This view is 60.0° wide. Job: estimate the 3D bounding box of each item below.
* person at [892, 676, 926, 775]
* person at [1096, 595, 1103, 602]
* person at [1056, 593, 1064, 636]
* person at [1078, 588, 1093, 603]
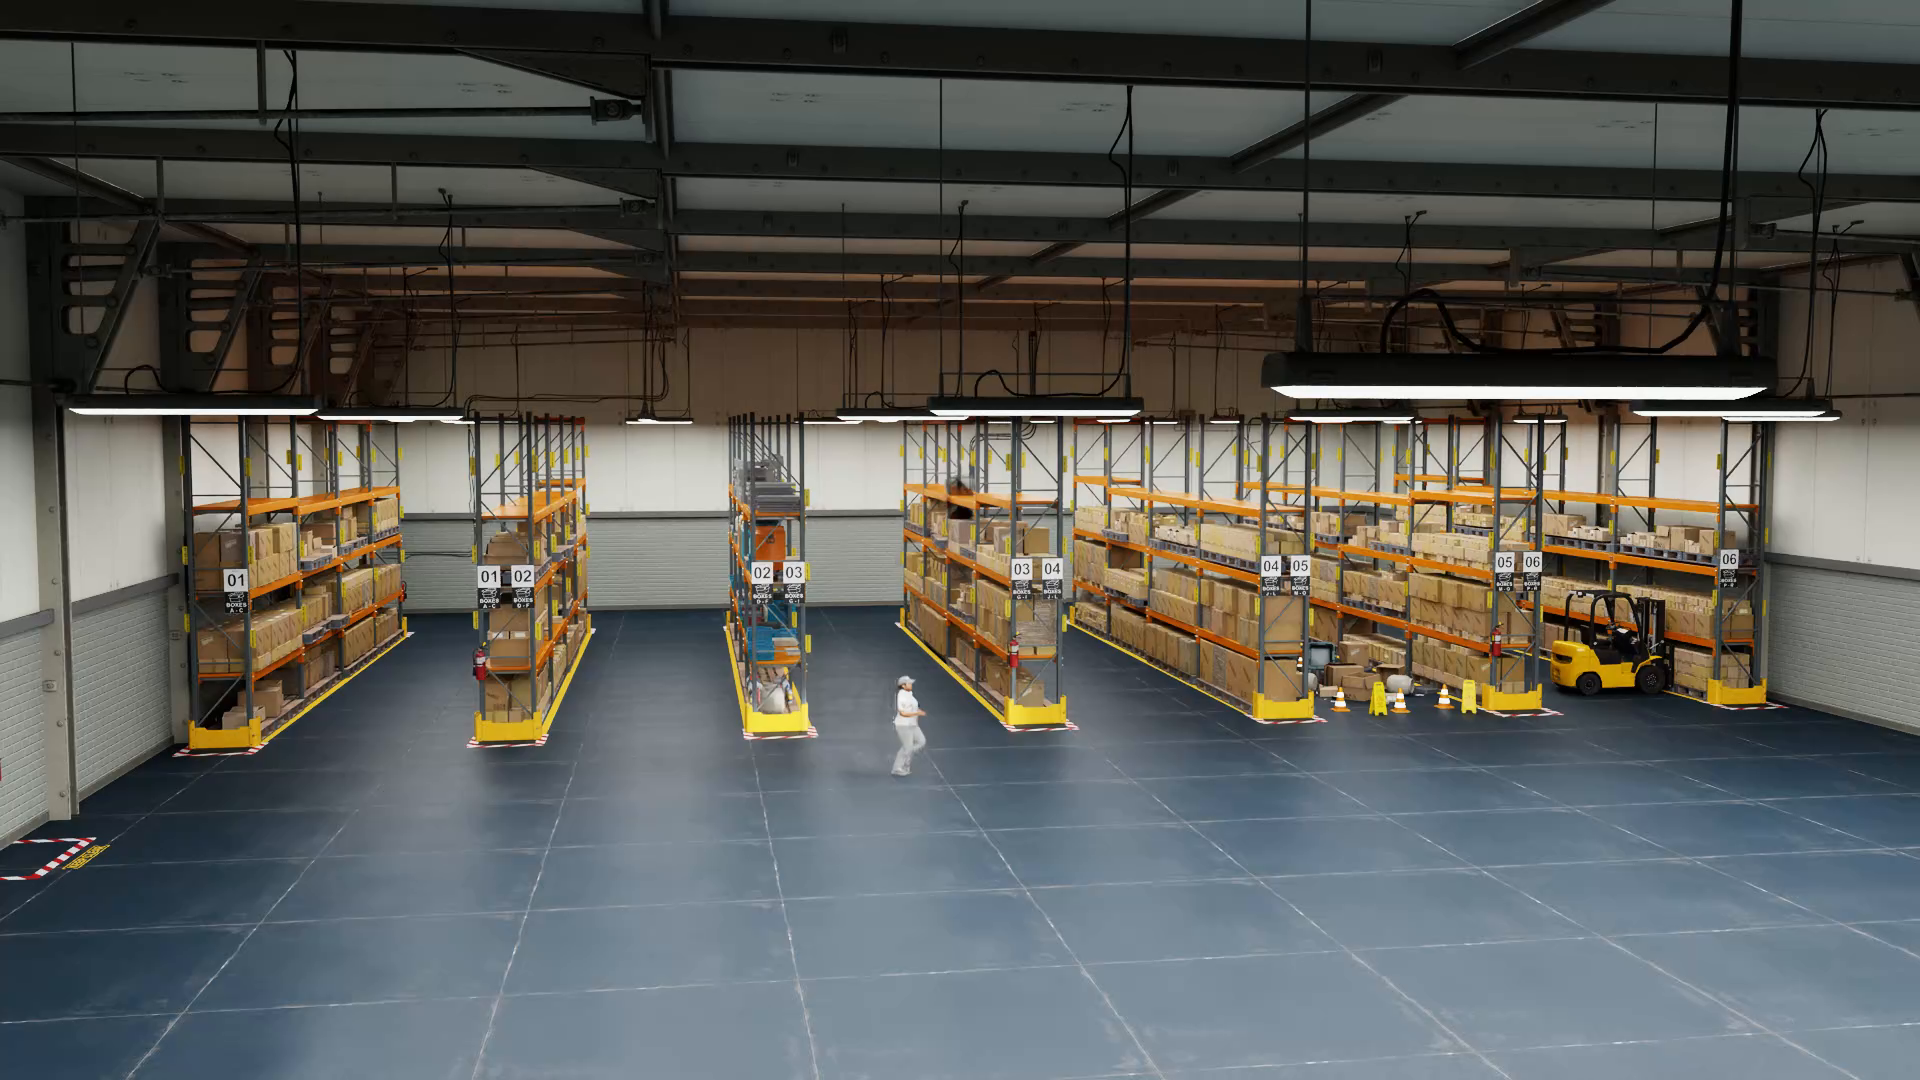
[{"bbox_3d":[-0.816,3.054,27.272,0.577,1.636,0.589,1,4,12],"label":"person"},{"bbox_3d":[4.298,1.508,49.943,0.757,1.647,0.589,0,4,-6],"label":"person"},{"bbox_3d":[2.554,1.884,45.534,0.559,1.559,0.892,-1,4,-20],"label":"person"},{"bbox_3d":[3.804,1.520,49.922,0.572,1.605,0.856,0,4,7],"label":"person"}]
